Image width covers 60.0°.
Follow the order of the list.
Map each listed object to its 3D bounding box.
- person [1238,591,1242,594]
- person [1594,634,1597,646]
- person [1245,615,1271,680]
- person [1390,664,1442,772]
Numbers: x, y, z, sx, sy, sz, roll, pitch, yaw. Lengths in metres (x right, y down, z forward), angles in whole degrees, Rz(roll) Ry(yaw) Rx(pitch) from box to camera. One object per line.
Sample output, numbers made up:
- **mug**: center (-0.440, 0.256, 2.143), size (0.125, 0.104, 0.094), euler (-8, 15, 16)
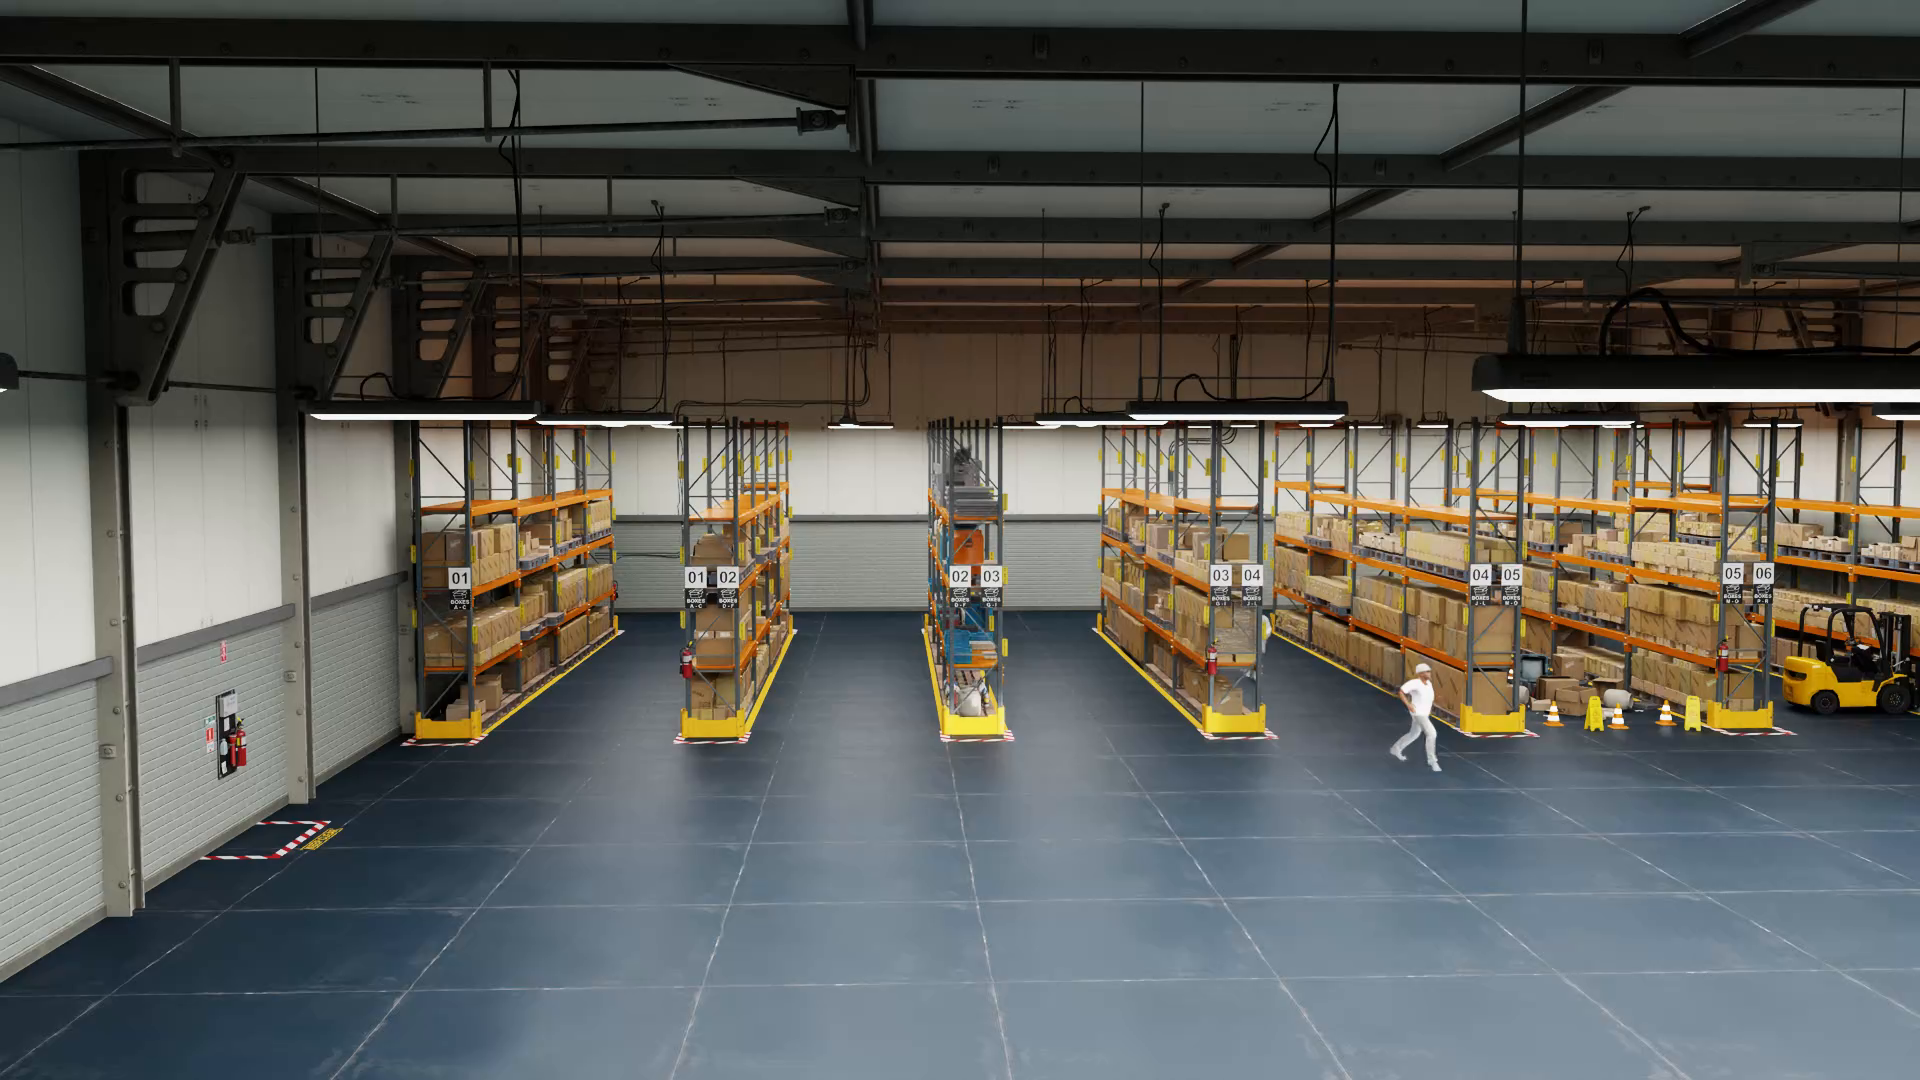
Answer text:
- **person**: center (7.677, 1.720, 47.707), size (0.717, 1.746, 0.976), euler (3, 5, 39)
- **person**: center (16.466, 2.097, 43.201), size (0.584, 1.612, 0.739), euler (0, 4, -4)
- **person**: center (6.830, 2.356, 38.244), size (0.722, 1.742, 0.572), euler (0, 4, -6)
- **person**: center (7.813, 3.005, 28.370), size (0.954, 1.825, 0.663), euler (2, 4, 32)
